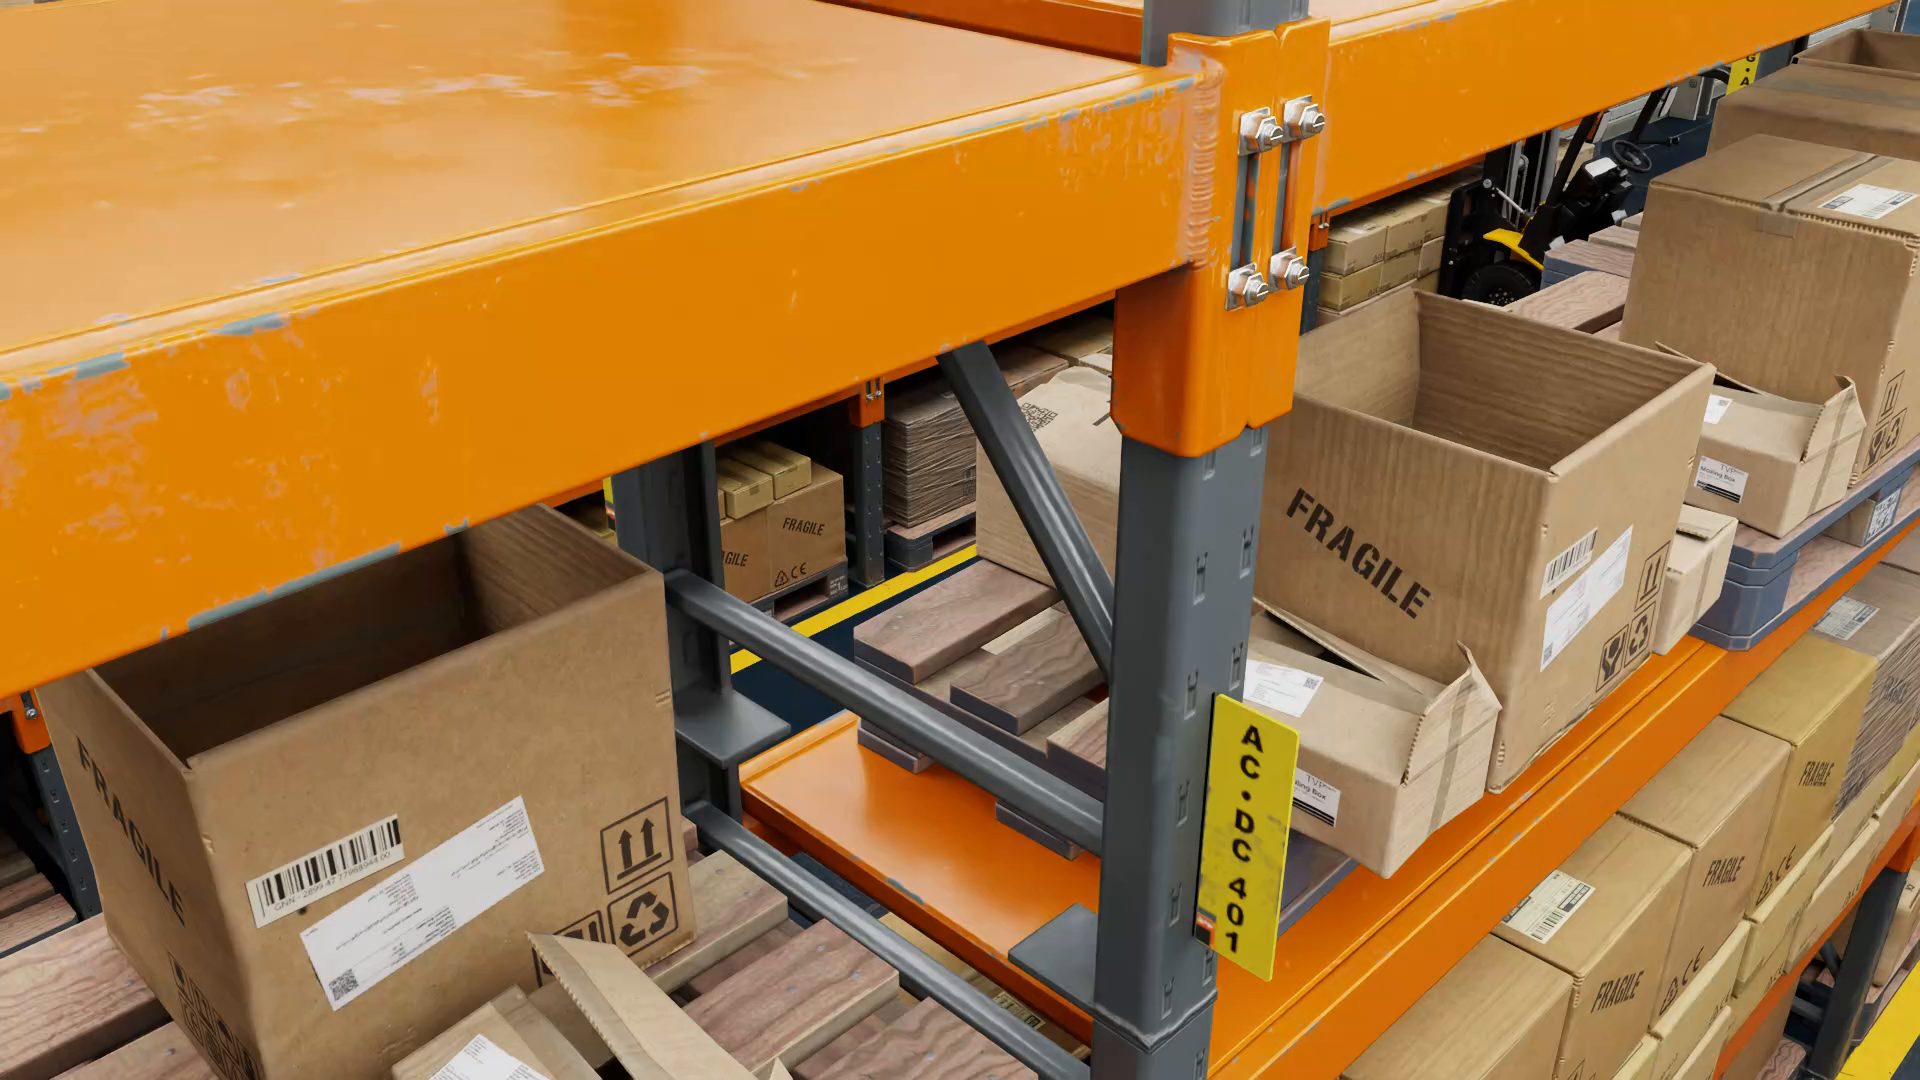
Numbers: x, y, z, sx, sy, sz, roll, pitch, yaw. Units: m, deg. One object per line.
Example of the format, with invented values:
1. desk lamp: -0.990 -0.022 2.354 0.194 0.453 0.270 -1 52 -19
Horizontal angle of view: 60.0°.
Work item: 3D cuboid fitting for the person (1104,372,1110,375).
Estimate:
1. person: 0.593 -0.188 8.347 0.453 1.323 0.875 22 35 36
